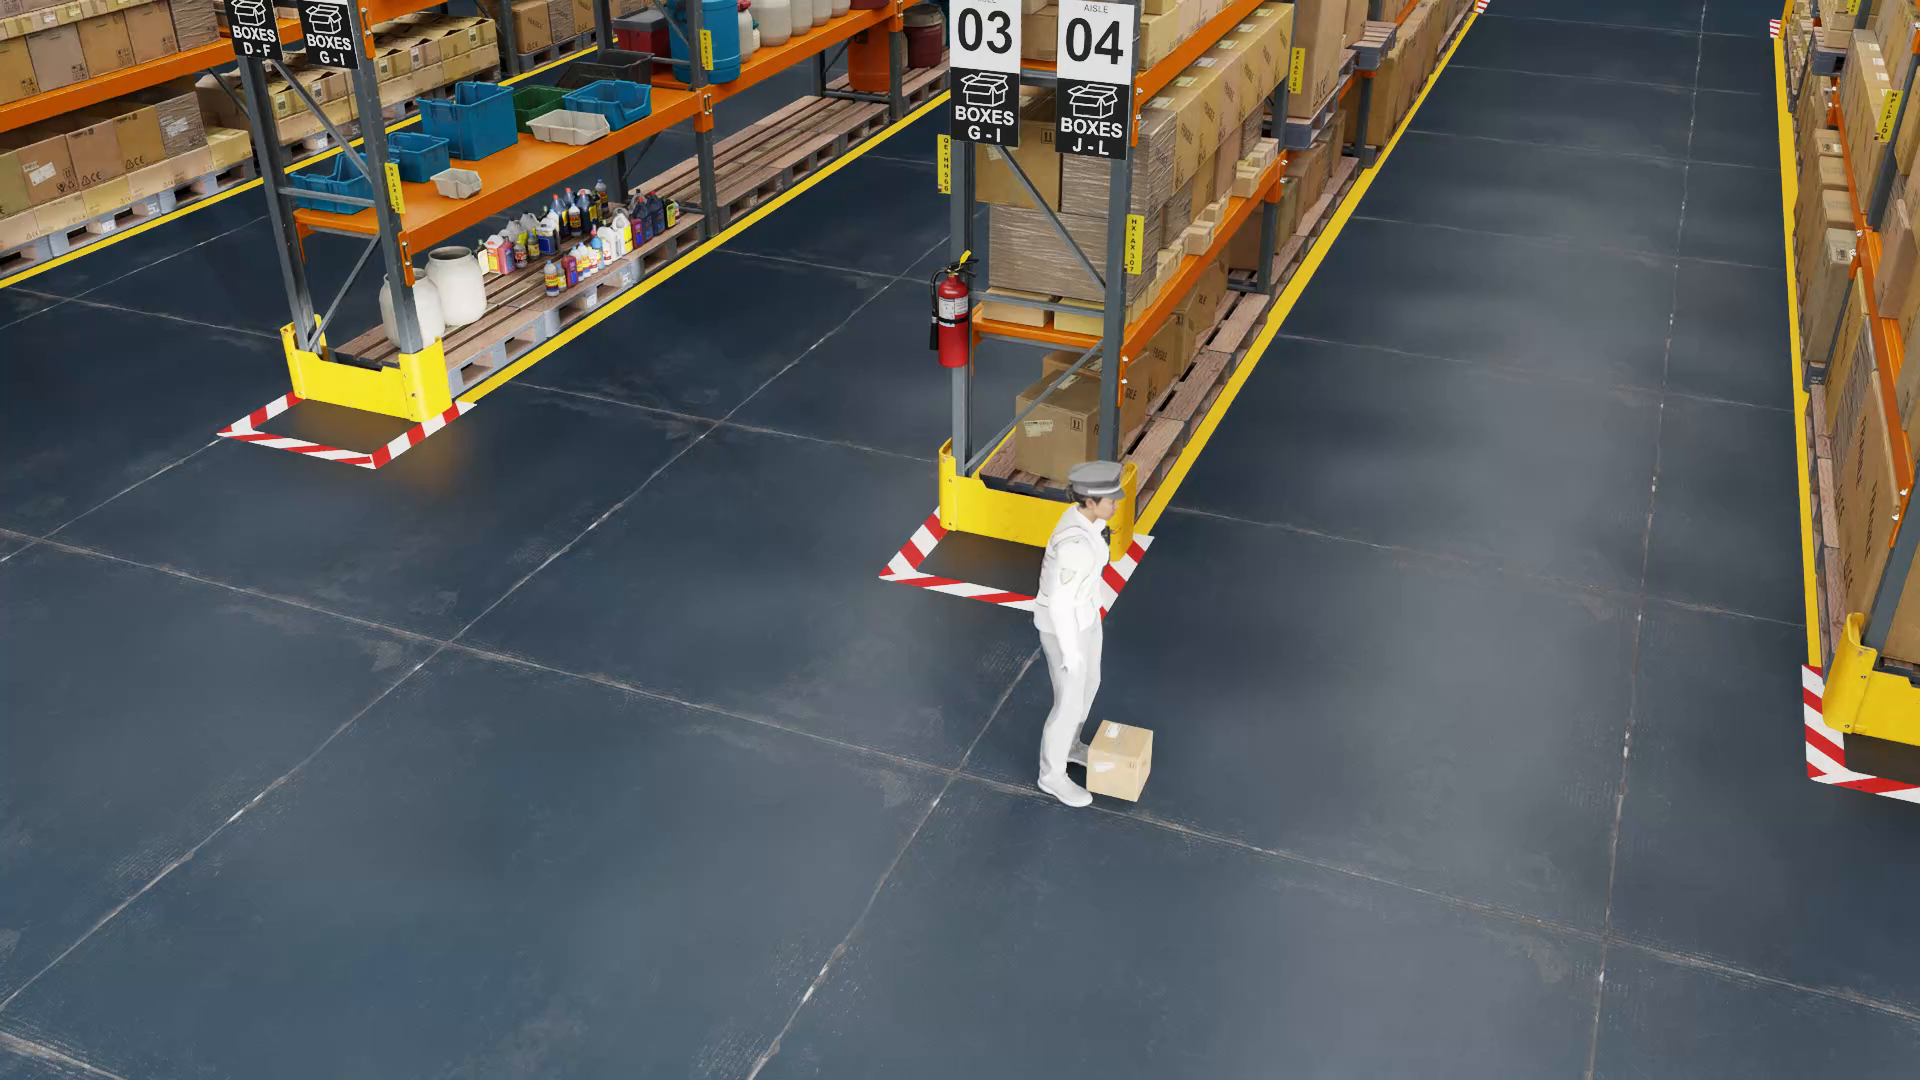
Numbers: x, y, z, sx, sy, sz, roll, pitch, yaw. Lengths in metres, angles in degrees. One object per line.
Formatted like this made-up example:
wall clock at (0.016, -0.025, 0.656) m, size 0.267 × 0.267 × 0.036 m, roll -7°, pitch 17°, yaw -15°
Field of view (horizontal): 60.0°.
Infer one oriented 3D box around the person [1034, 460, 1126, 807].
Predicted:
person at (0.540, 0.398, 7.692) m, size 0.376 × 1.664 × 0.546 m, roll 9°, pitch 31°, yaw 16°
